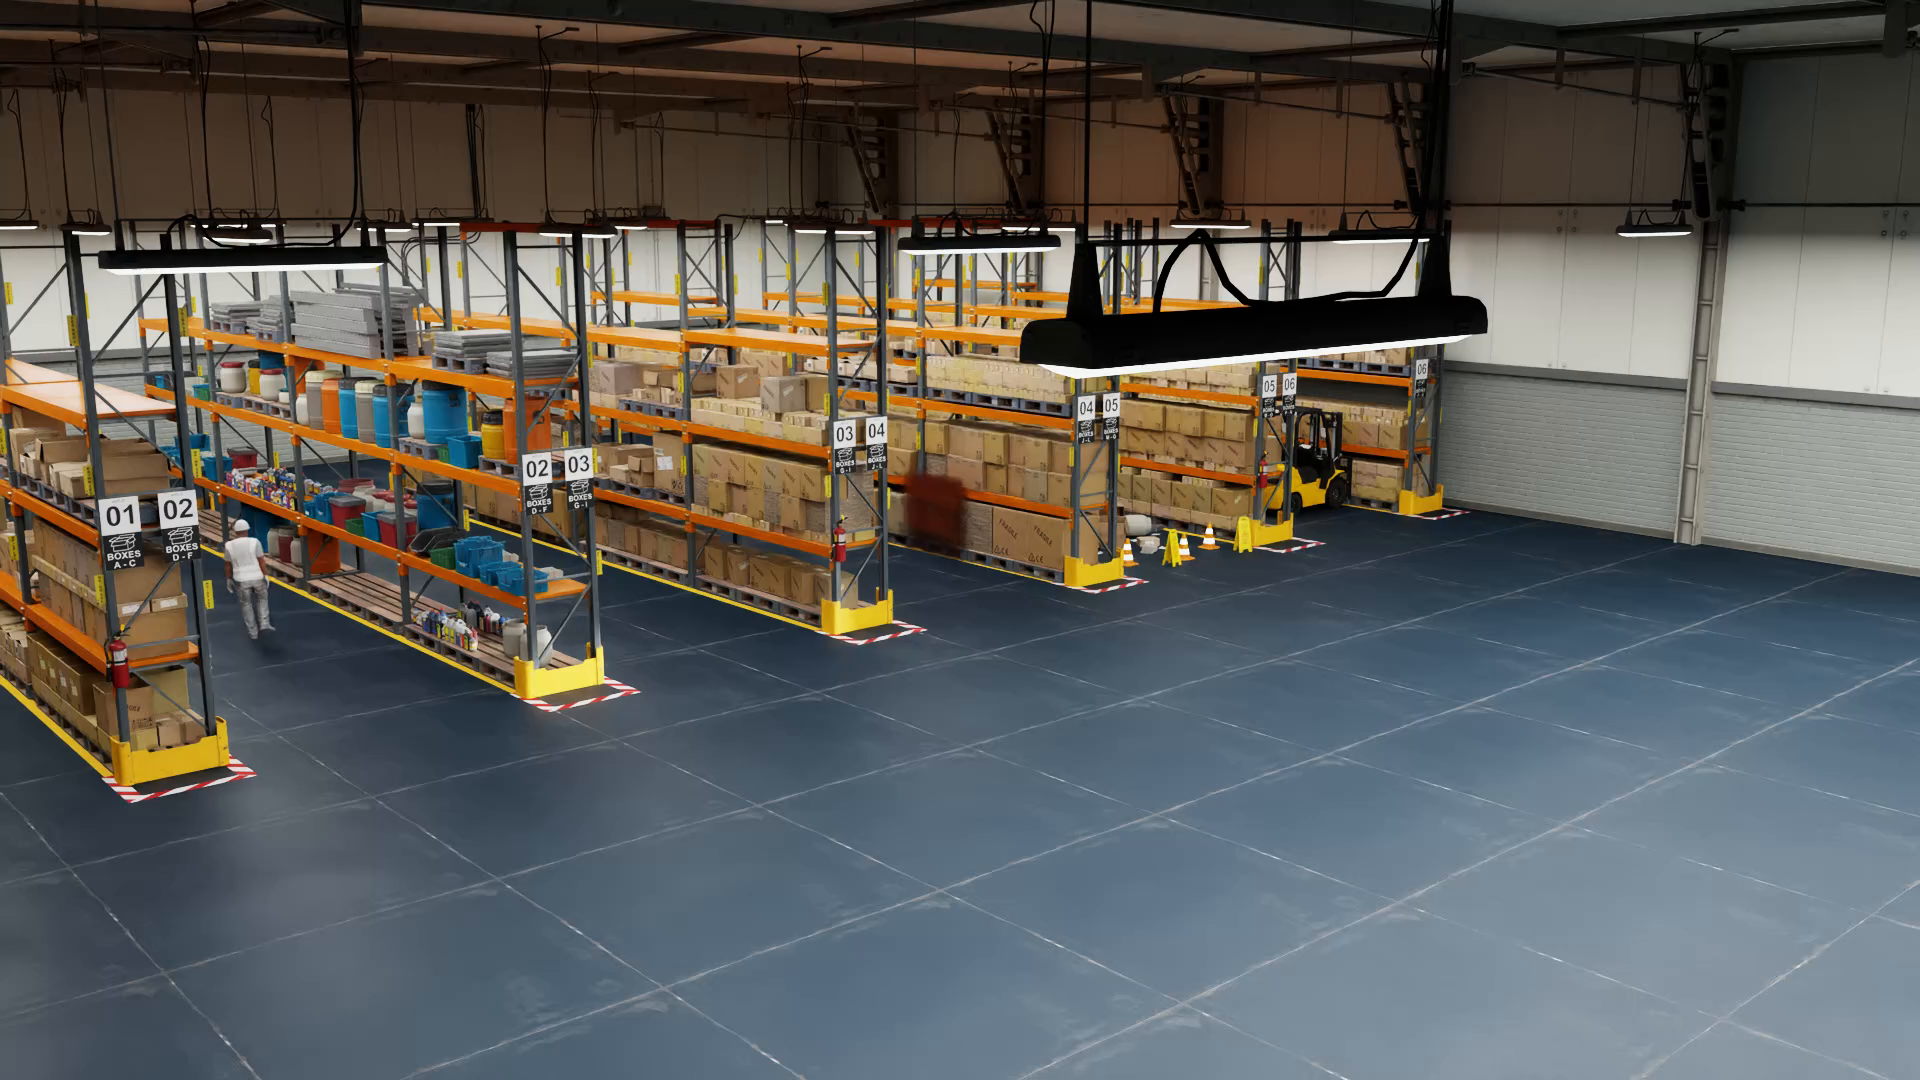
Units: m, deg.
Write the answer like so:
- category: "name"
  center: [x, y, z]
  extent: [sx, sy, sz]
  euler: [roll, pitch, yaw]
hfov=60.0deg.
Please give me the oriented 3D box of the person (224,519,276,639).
- category: "person"
  center: [-10.466, 0.578, 24.467]
  extent: [0.599, 1.755, 0.546]
  euler: [-7, 13, -30]

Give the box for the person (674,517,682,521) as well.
- category: "person"
  center: [-5.825, -1.288, 34.013]
  extent: [0.547, 1.639, 0.971]
  euler: [-7, 14, -32]
